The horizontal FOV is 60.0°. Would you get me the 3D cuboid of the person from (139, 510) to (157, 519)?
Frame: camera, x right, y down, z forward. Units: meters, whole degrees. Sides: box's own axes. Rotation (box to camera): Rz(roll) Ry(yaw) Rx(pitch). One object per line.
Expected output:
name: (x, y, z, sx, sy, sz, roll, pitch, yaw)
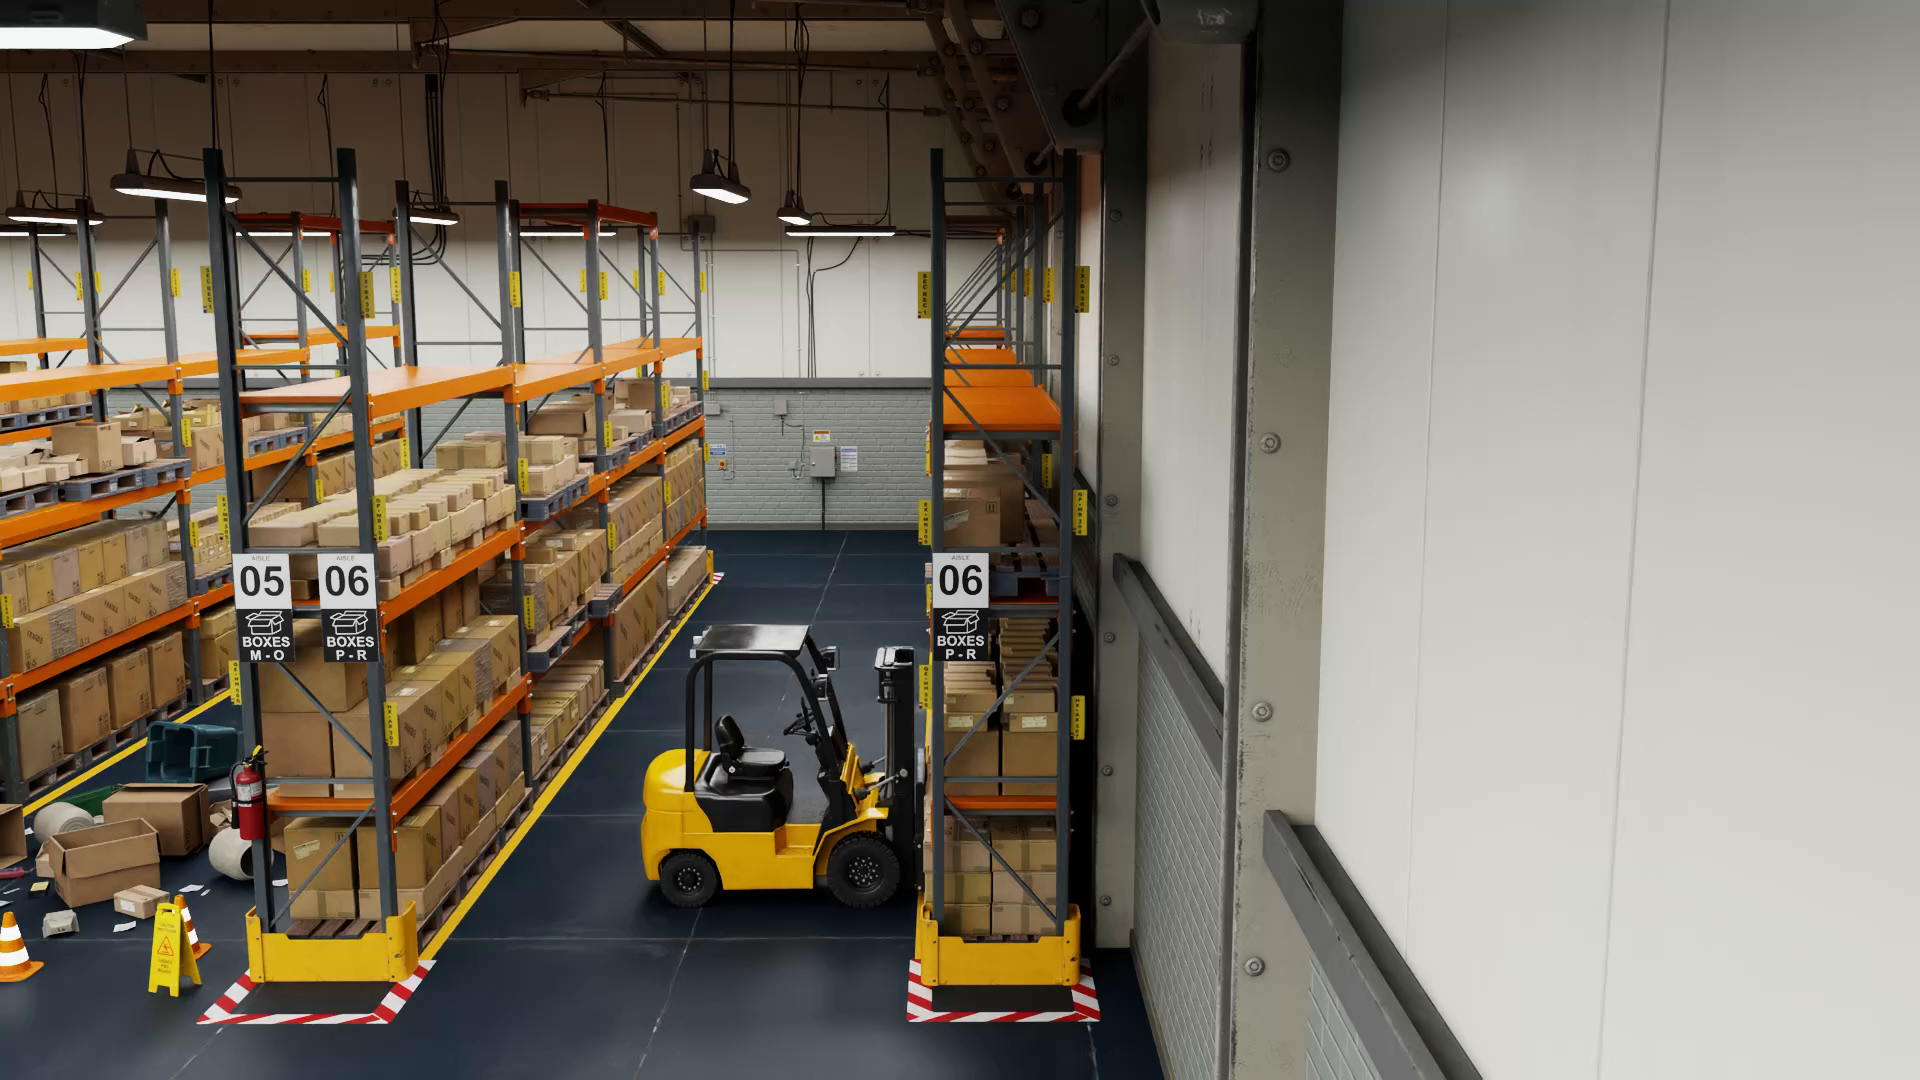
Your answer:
person: (-12.067, 0.364, 24.922, 0.551, 1.709, 0.906, 0, 9, 3)
